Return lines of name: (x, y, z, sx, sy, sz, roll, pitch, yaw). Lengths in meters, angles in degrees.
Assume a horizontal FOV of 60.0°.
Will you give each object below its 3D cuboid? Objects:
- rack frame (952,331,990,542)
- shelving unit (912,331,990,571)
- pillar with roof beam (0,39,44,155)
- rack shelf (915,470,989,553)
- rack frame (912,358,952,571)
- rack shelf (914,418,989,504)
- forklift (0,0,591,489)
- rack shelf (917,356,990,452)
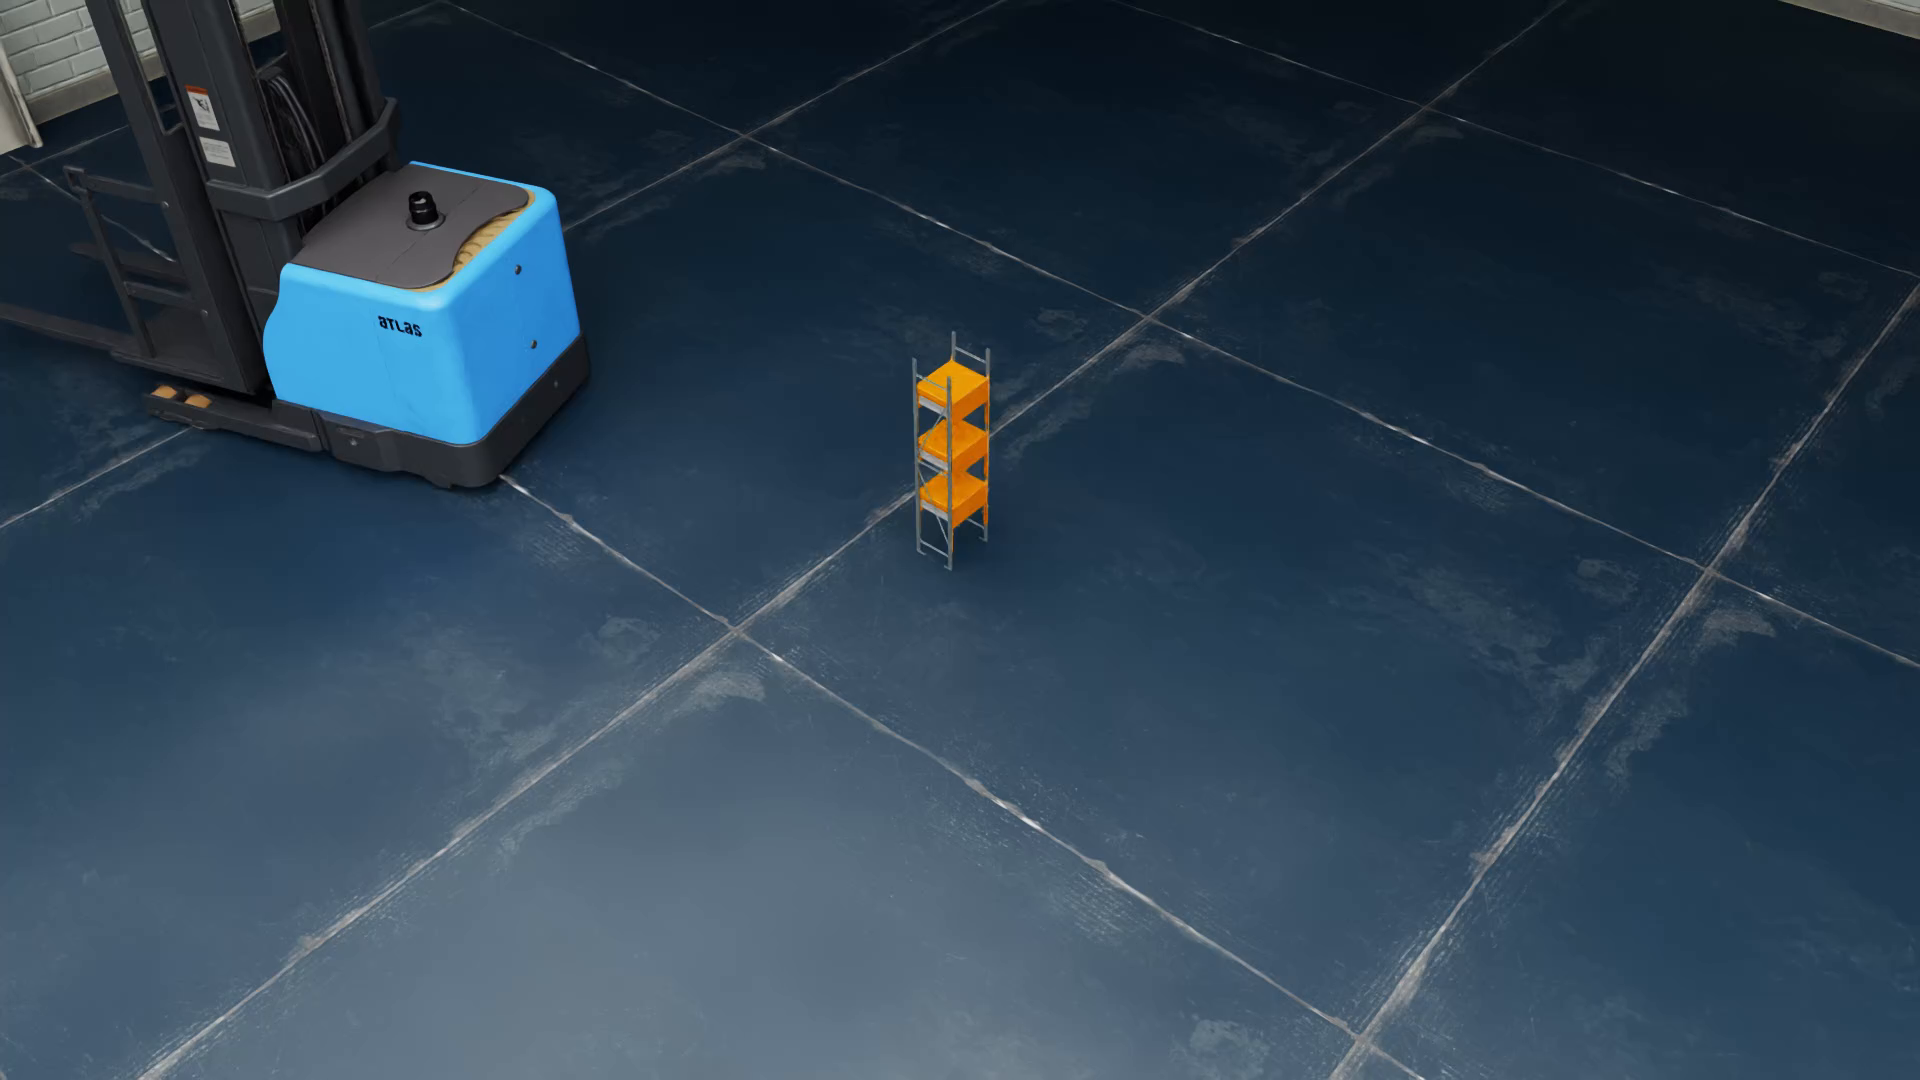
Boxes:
rack frame: (0.044, -0.424, 7.118, 0.200, 1.050, 0.008, 29, 50, 28)
shelving unit: (-0.034, -0.361, 7.049, 0.215, 1.050, 0.252, 29, 50, 28)
pillar with roof beam: (-2.490, -3.821, 4.945, 9.100, 9.000, 0.400, 29, 50, 28)
rack shelf: (-0.034, -0.147, 7.243, 0.215, 0.259, 0.240, 29, 50, 28)
rack frame: (-0.113, -0.298, 6.980, 0.200, 1.050, 0.008, 29, 50, 28)
rack shelf: (-0.034, -0.353, 7.056, 0.215, 0.259, 0.240, 29, 50, 28)
forklift: (-3.403, -1.936, 7.383, 3.031, 2.935, 1.130, 14, 44, 15)
rack shelf: (-0.034, -0.563, 6.865, 0.215, 0.259, 0.240, 29, 50, 28)
